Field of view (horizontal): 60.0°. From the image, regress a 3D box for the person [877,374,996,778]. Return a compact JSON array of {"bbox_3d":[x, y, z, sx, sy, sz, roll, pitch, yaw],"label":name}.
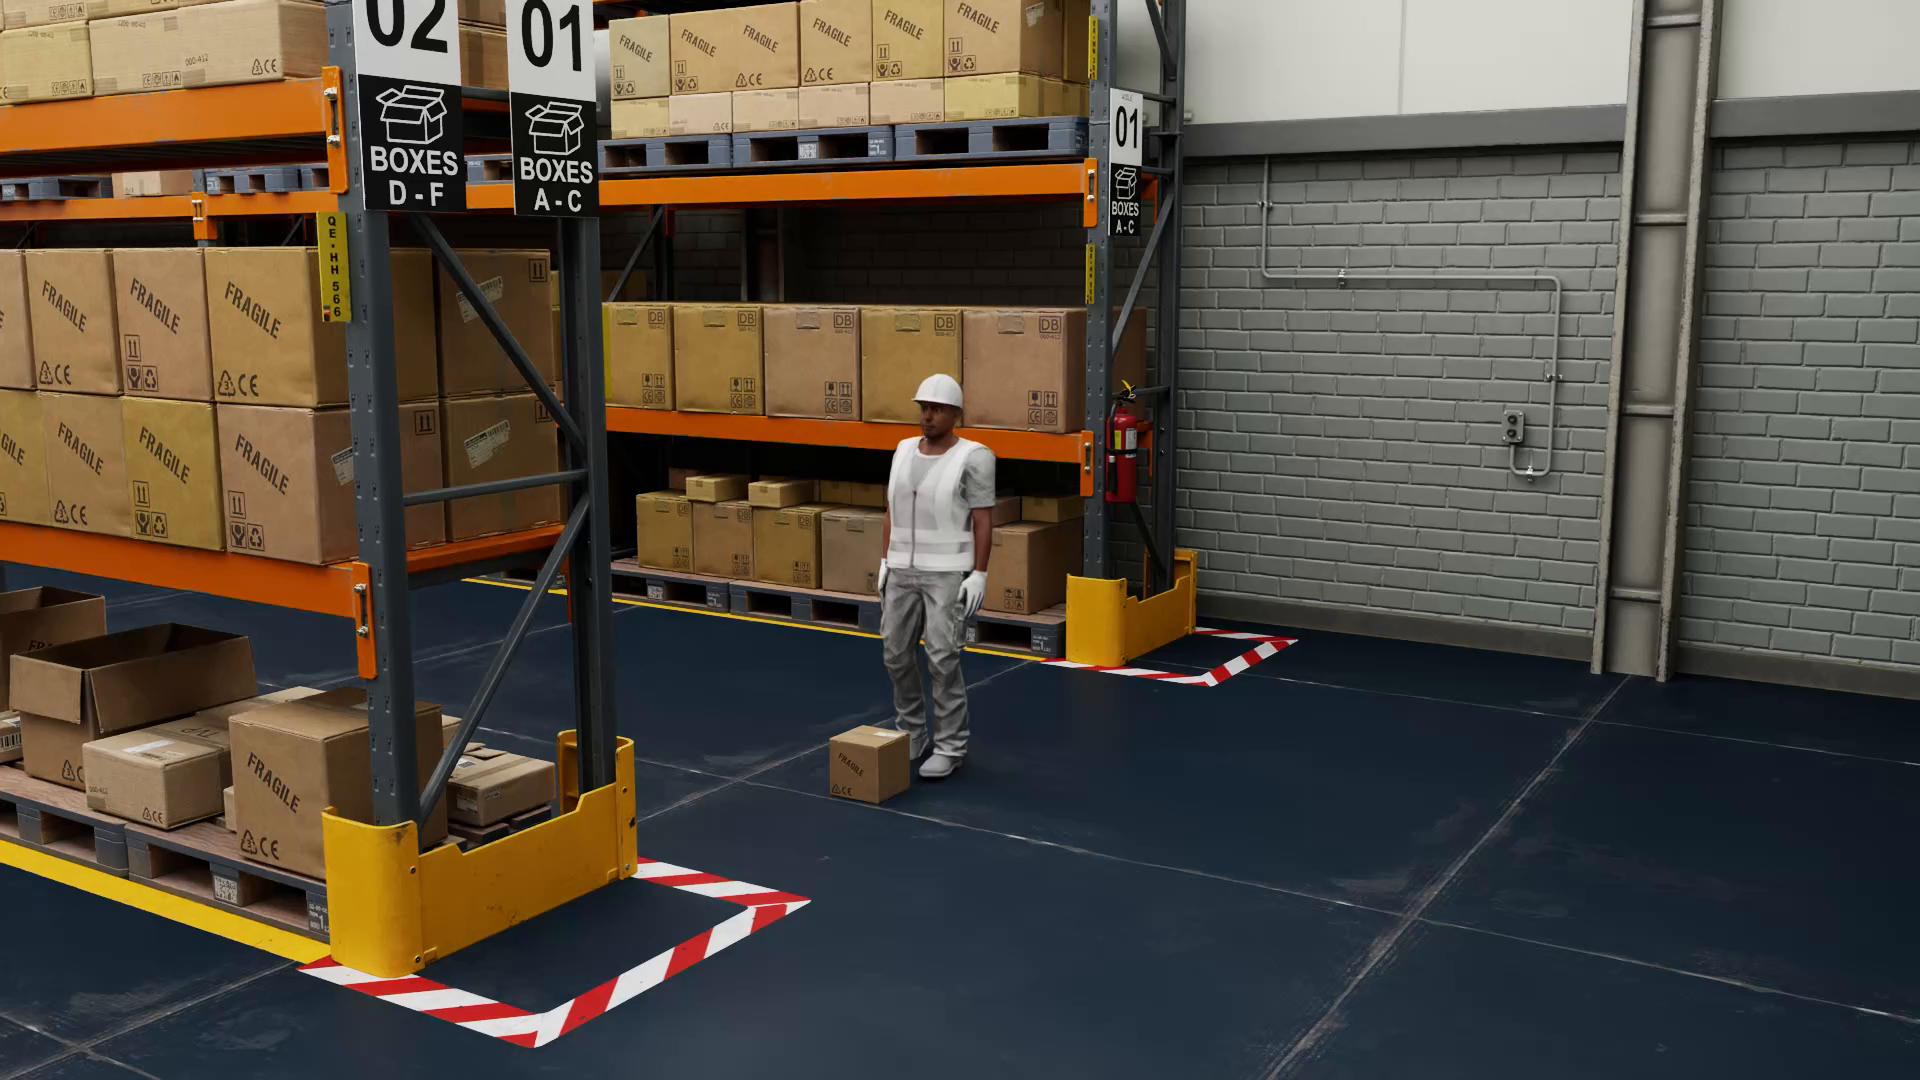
[{"bbox_3d":[-0.136,0.182,7.426,0.554,1.834,0.450,6,11,32],"label":"person"}]
